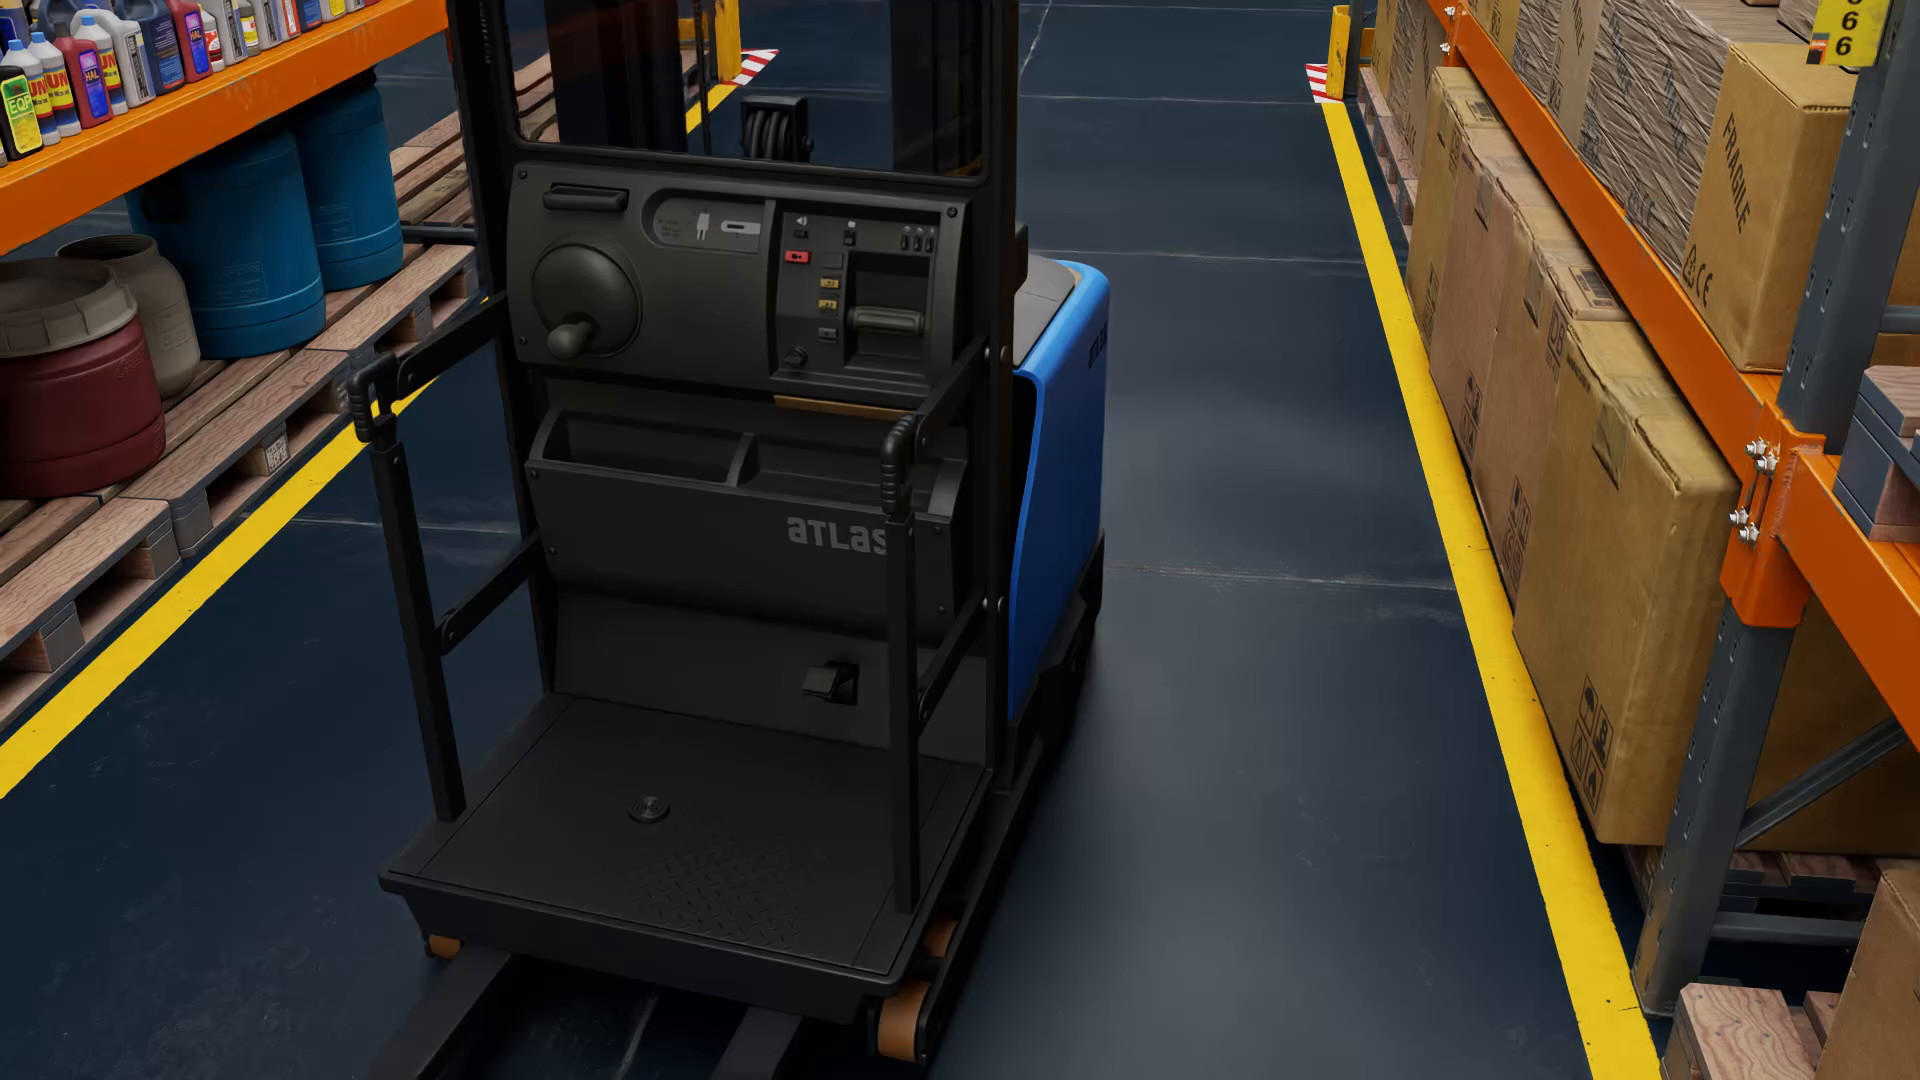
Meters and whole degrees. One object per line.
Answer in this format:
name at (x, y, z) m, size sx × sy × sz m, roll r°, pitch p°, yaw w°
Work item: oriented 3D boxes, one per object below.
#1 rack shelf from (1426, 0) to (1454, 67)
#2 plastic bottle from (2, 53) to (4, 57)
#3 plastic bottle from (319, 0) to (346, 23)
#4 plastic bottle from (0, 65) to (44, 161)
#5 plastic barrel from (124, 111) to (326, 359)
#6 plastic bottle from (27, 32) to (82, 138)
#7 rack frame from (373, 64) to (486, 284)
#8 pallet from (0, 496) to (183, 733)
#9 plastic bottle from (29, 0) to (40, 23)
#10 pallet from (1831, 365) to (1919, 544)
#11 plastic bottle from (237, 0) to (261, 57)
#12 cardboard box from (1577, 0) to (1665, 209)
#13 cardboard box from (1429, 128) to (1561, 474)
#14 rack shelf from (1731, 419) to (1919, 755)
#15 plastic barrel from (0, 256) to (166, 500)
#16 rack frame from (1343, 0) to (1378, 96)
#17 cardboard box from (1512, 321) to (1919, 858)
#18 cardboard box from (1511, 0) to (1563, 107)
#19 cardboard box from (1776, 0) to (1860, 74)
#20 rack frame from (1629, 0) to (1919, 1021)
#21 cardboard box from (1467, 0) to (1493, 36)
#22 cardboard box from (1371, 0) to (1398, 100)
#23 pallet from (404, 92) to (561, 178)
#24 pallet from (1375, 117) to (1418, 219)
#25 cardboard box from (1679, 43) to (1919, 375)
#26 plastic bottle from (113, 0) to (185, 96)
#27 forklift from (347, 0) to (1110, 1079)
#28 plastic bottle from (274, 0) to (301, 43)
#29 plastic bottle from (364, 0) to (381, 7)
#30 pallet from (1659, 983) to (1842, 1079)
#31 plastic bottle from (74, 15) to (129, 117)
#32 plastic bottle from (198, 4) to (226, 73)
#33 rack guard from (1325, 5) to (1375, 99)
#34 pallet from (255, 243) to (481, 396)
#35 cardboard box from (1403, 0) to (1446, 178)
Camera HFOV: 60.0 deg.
rack shelf at (2.646, -2.844, 8.125) m, size 1.077 × 0.370 × 4.000 m, roll 3°, pitch 28°, yaw 6°
plastic bottle at (-3.133, -1.657, 5.299) m, size 0.097 × 0.271 × 0.097 m, roll 0°, pitch 28°, yaw 0°
plastic bottle at (-2.303, -2.034, 5.915) m, size 0.144 × 0.351 × 0.185 m, roll 3°, pitch 28°, yaw 6°
plastic bottle at (-2.485, -1.145, 4.335) m, size 0.061 × 0.283 × 0.133 m, roll 3°, pitch 28°, yaw 6°
plastic barrel at (-2.685, -1.180, 6.047) m, size 0.600 × 0.901 × 0.708 m, roll 3°, pitch 28°, yaw 6°
plastic bottle at (-2.477, -1.241, 4.526) m, size 0.097 × 0.271 × 0.097 m, roll 0°, pitch 28°, yaw 0°
rack frame at (-2.515, -2.507, 6.741) m, size 1.000 × 3.000 × 0.127 m, roll 3°, pitch 28°, yaw 6°
pallet at (-2.950, 0.230, 4.601) m, size 1.003 × 0.211 × 1.213 m, roll 3°, pitch 28°, yaw 6°
plastic bottle at (-2.966, -1.681, 5.416) m, size 0.097 × 0.201 × 0.097 m, roll 0°, pitch 28°, yaw 0°
pallet at (1.929, 0.089, 2.124) m, size 1.213 × 0.211 × 1.003 m, roll 3°, pitch 28°, yaw 6°
plastic bottle at (-2.353, -1.687, 5.428) m, size 0.097 × 0.201 × 0.097 m, roll 0°, pitch 28°, yaw 0°
cardboard box at (1.852, -1.106, 4.035) m, size 0.500 × 0.500 × 0.500 m, roll 2°, pitch 28°, yaw 5°
cardboard box at (2.233, -0.746, 5.269) m, size 1.225 × 0.875 × 0.875 m, roll 2°, pitch 28°, yaw 4°
rack shelf at (1.665, 0.922, 1.135) m, size 1.077 × 0.370 × 4.000 m, roll 3°, pitch 28°, yaw 6°
plastic barrel at (-2.824, -0.511, 5.135) m, size 0.600 × 0.588 × 0.708 m, roll 3°, pitch 28°, yaw 6°
rack frame at (2.891, -4.102, 9.702) m, size 1.000 × 3.000 × 0.127 m, roll 3°, pitch 28°, yaw 6°
cardboard box at (2.016, 0.090, 3.717) m, size 1.225 × 0.875 × 0.875 m, roll 2°, pitch 28°, yaw 4°
cardboard box at (1.974, -1.589, 4.932) m, size 0.500 × 0.500 × 0.500 m, roll 3°, pitch 28°, yaw 5°
cardboard box at (2.016, -1.165, 3.088) m, size 0.797 × 0.503 × 0.637 m, roll 4°, pitch 29°, yaw 8°
rack frame at (1.910, -0.337, 2.712) m, size 1.000 × 3.000 × 0.127 m, roll 3°, pitch 28°, yaw 6°
cardboard box at (2.096, -2.062, 5.808) m, size 0.500 × 0.500 × 0.500 m, roll 3°, pitch 29°, yaw 6°
cardboard box at (2.892, -3.046, 9.539) m, size 0.875 × 0.875 × 0.875 m, roll 3°, pitch 28°, yaw 6°
pallet at (-2.316, -2.204, 9.118) m, size 1.003 × 0.211 × 1.213 m, roll 3°, pitch 28°, yaw 6°
pallet at (2.718, -1.921, 8.593) m, size 1.003 × 0.211 × 1.213 m, roll 3°, pitch 28°, yaw 6°
cardboard box at (1.725, -0.627, 3.146) m, size 0.500 × 0.500 × 0.500 m, roll 4°, pitch 29°, yaw 8°
plastic bottle at (-2.438, -1.515, 4.952) m, size 0.144 × 0.351 × 0.185 m, roll 3°, pitch 28°, yaw 6°
forklift at (-0.502, -0.460, 3.014) m, size 1.130 × 2.935 × 3.031 m, roll 8°, pitch 29°, yaw 14°
plastic bottle at (-2.349, -1.839, 5.632) m, size 0.152 × 0.276 × 0.135 m, roll 3°, pitch 28°, yaw 6°
plastic bottle at (-2.226, -2.140, 6.183) m, size 0.061 × 0.283 × 0.133 m, roll 3°, pitch 28°, yaw 6°
pallet at (1.813, 1.259, 2.691) m, size 1.003 × 0.211 × 1.213 m, roll 3°, pitch 28°, yaw 6°
plastic bottle at (-2.448, -1.349, 4.728) m, size 0.097 × 0.271 × 0.097 m, roll 0°, pitch 28°, yaw 0°
plastic bottle at (-2.381, -1.578, 5.225) m, size 0.097 × 0.201 × 0.097 m, roll 0°, pitch 28°, yaw 0°
rack guard at (2.894, -3.013, 10.316) m, size 1.175 × 0.500 × 0.348 m, roll 3°, pitch 28°, yaw 6°
pallet at (-2.651, -0.919, 6.733) m, size 1.003 × 0.211 × 1.213 m, roll 3°, pitch 28°, yaw 6°
cardboard box at (2.671, -2.199, 7.966) m, size 0.875 × 0.875 × 0.875 m, roll 3°, pitch 28°, yaw 6°
